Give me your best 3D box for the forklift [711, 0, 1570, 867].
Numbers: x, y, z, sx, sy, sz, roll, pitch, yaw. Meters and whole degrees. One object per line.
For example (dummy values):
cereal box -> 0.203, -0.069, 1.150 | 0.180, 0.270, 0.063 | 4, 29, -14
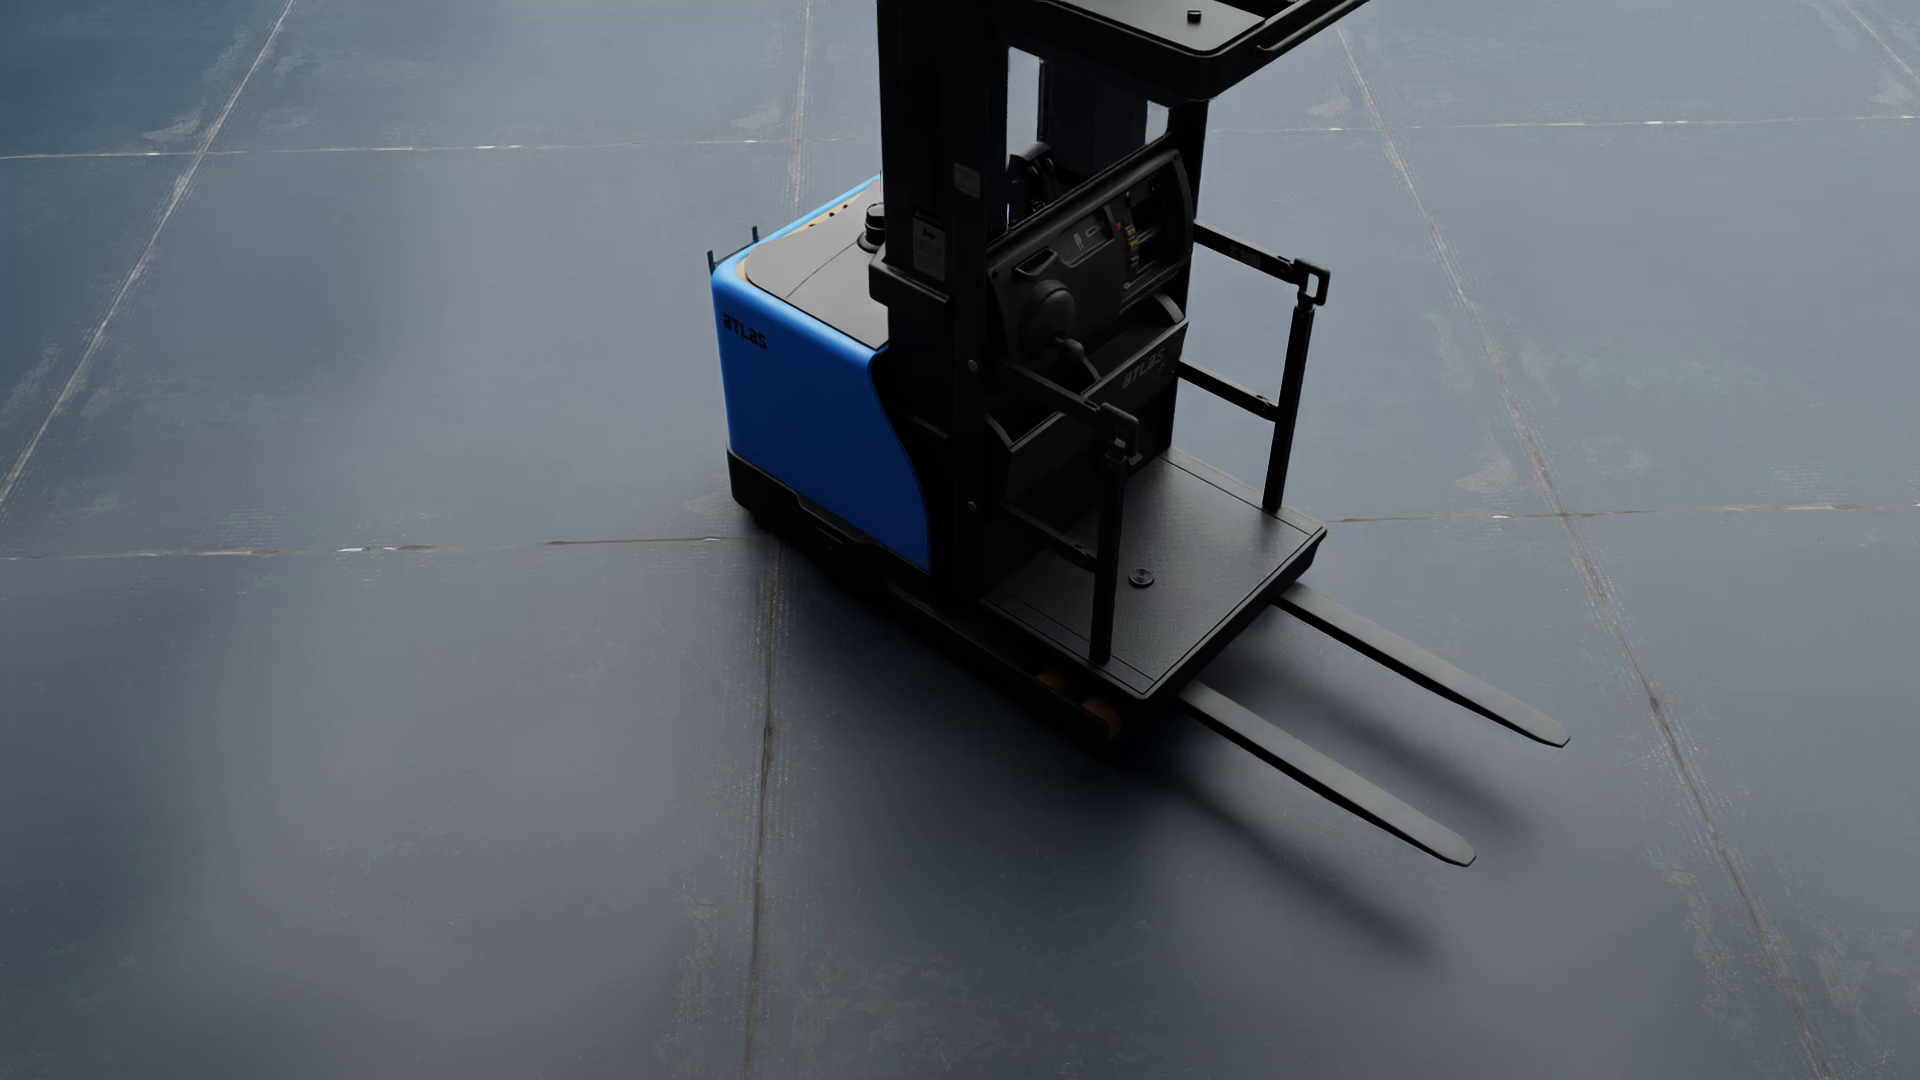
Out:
forklift -> 0.569, -0.801, 4.955 | 3.031, 2.935, 1.130 | 31, 51, 29

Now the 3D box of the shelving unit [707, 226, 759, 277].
shelving unit -> -0.751, -0.727, 6.370 | 0.210, 0.900, 0.258 | 30, 50, 32

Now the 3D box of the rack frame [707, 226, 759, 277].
rack frame -> -0.826, -0.770, 6.424 | 0.006, 0.900, 0.240 | 30, 50, 32
